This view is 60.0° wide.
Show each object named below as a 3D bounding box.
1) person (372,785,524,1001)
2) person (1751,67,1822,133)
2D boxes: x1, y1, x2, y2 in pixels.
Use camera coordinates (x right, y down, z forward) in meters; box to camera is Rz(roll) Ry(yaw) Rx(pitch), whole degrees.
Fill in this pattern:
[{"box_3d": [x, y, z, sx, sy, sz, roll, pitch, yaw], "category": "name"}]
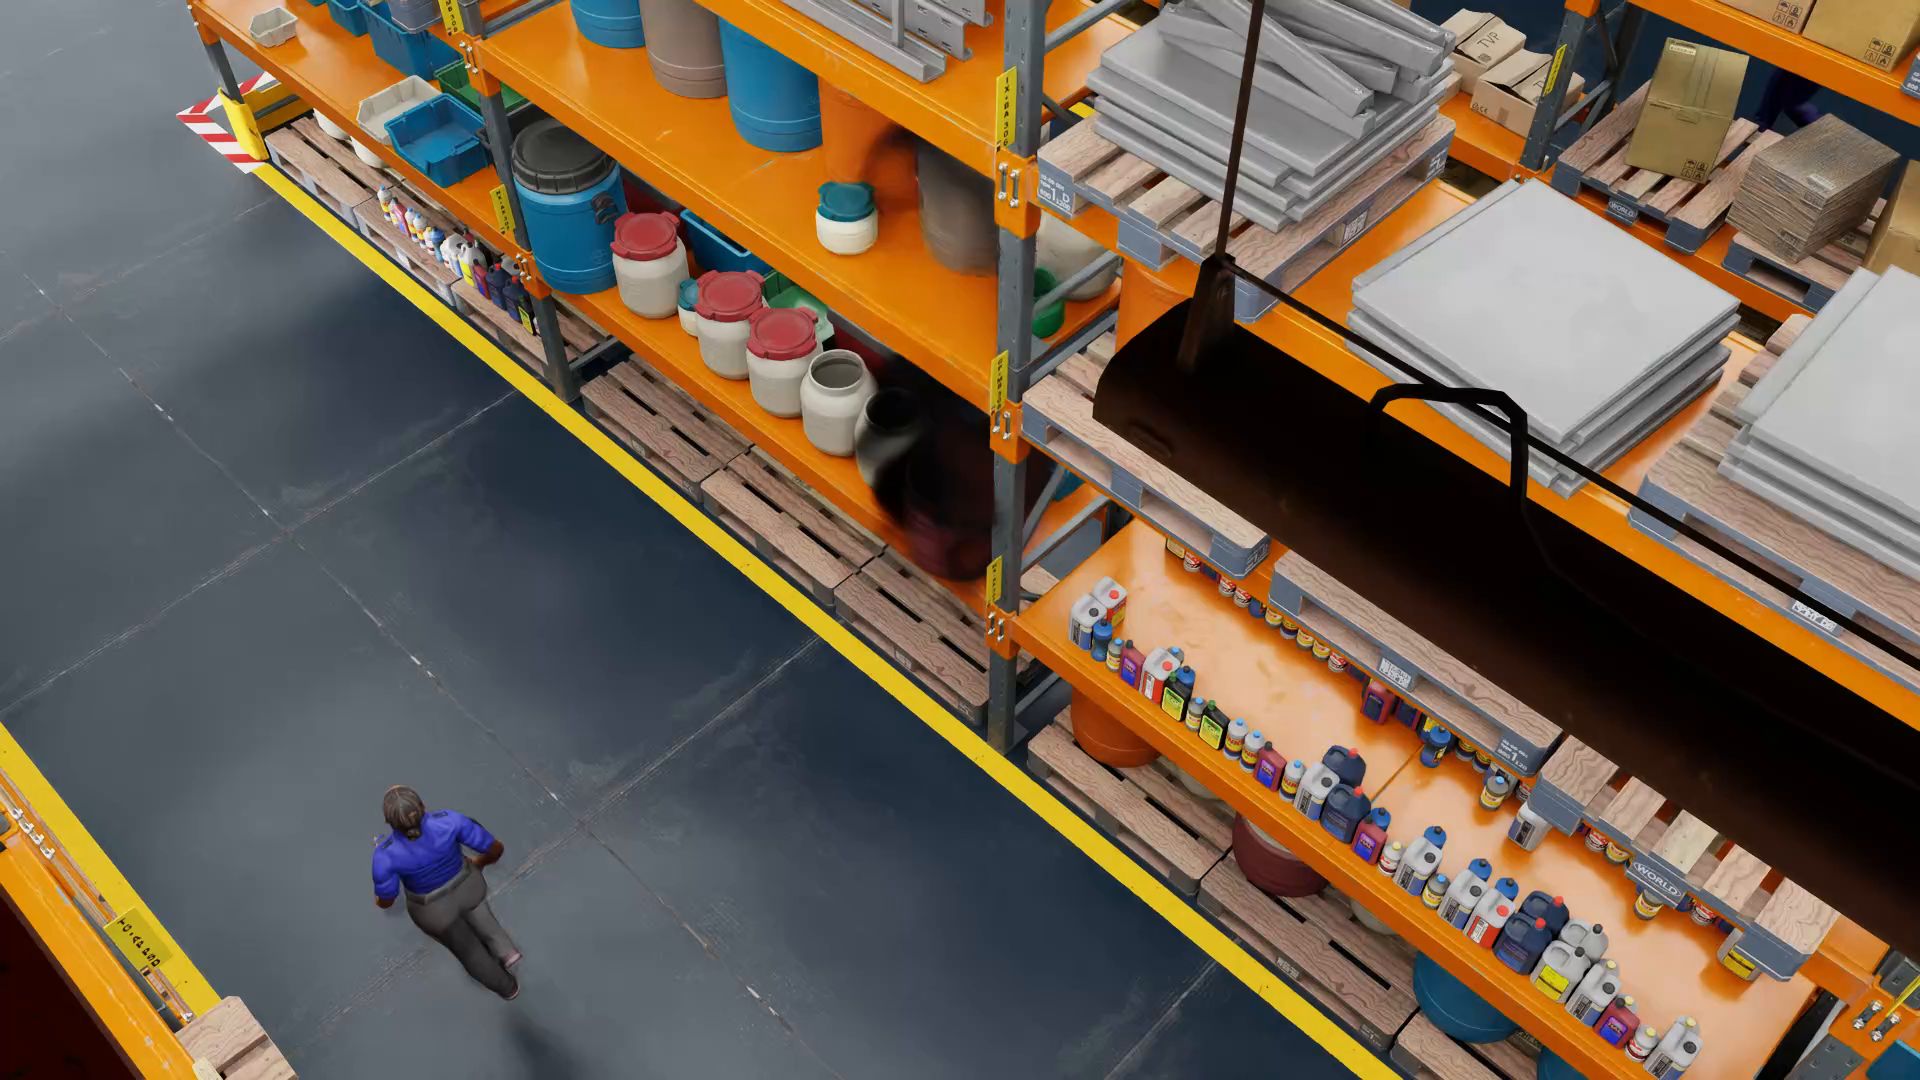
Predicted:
[{"box_3d": [-2.390, 1.591, 7.632, 0.573, 1.657, 0.560, 37, 59, 27], "category": "person"}, {"box_3d": [6.360, -3.572, 12.321, 0.789, 1.643, 0.614, 27, 55, 21], "category": "person"}]
